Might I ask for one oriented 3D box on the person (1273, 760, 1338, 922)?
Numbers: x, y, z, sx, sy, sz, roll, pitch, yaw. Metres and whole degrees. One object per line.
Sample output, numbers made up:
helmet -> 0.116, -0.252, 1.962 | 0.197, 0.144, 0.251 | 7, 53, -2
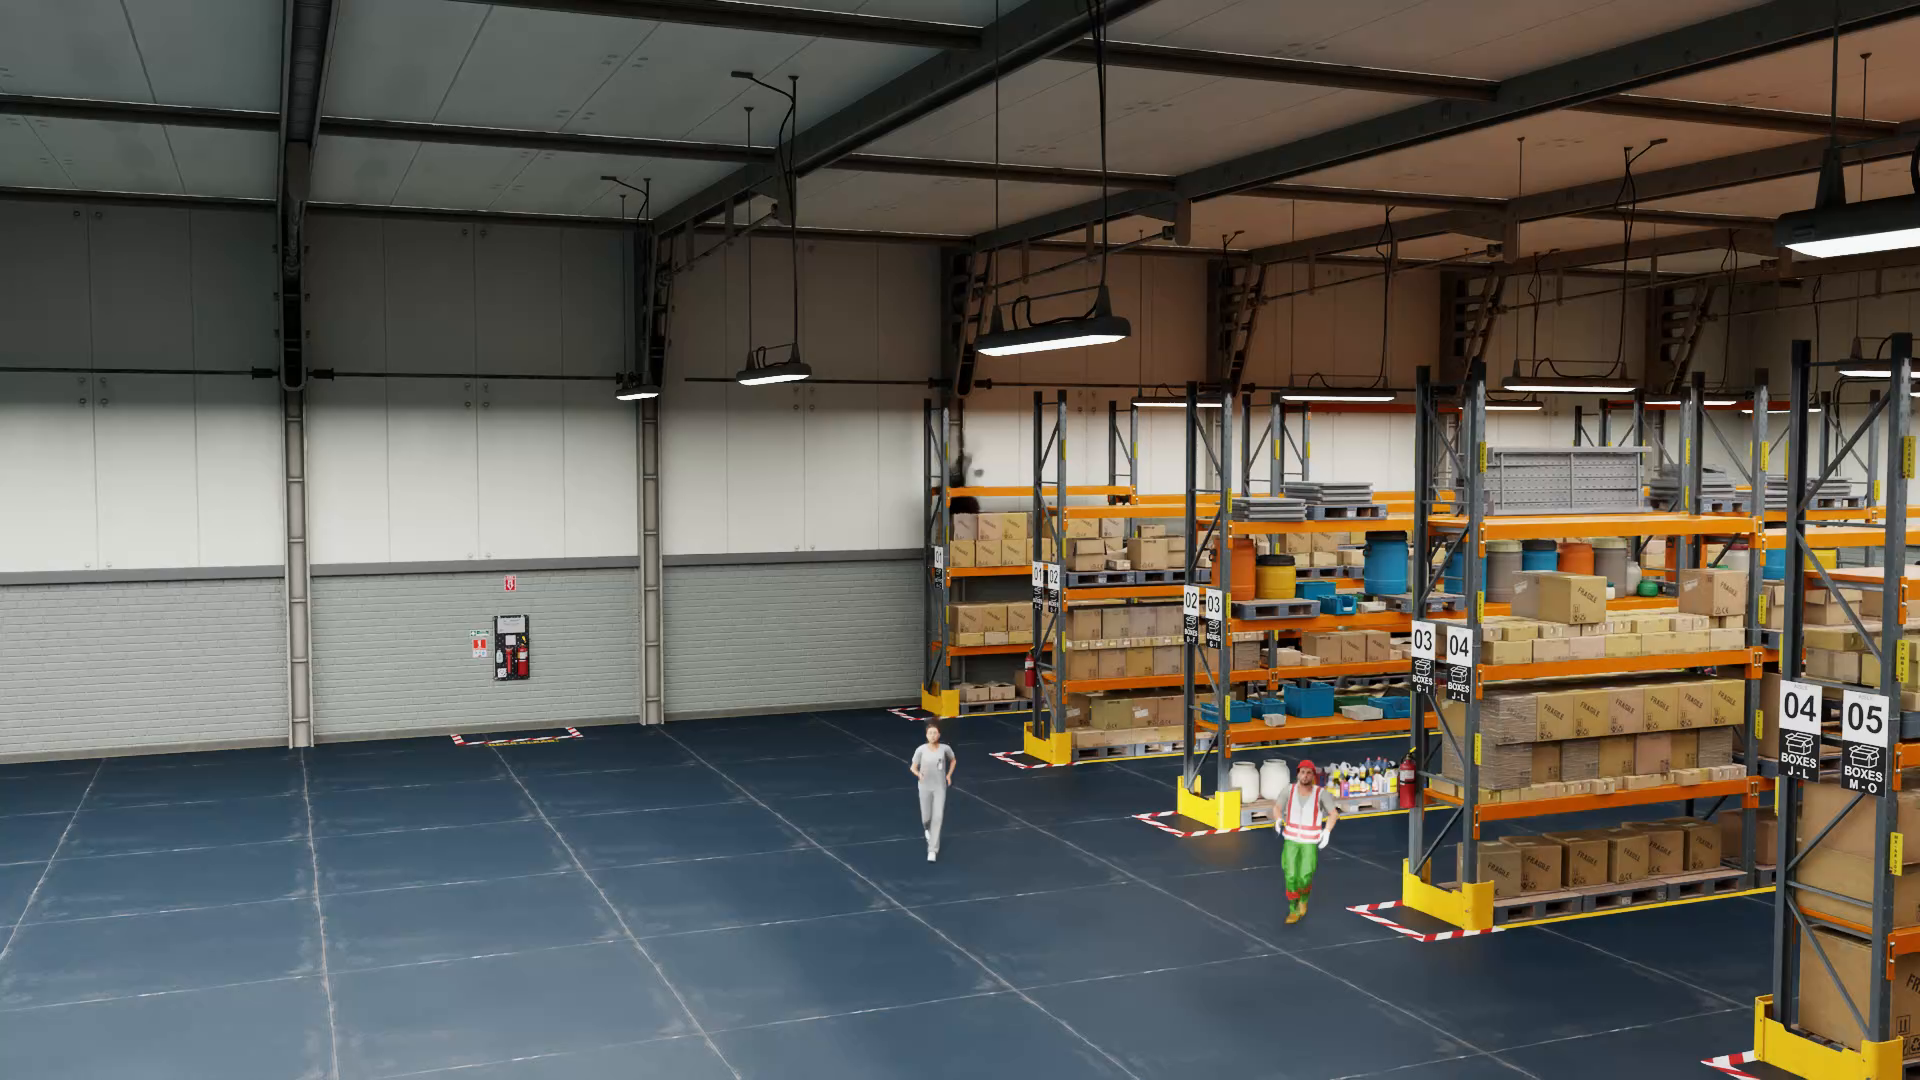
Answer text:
person -> 3.654, 3.240, 17.822 | 0.680, 1.759, 0.521 | 2, 4, 26

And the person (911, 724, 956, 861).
person -> -0.331, 3.105, 20.723 | 0.570, 1.645, 0.924 | 0, 3, -1

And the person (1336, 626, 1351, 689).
person -> 7.387, 2.449, 32.054 | 0.810, 1.753, 0.526 | -2, 4, -33
